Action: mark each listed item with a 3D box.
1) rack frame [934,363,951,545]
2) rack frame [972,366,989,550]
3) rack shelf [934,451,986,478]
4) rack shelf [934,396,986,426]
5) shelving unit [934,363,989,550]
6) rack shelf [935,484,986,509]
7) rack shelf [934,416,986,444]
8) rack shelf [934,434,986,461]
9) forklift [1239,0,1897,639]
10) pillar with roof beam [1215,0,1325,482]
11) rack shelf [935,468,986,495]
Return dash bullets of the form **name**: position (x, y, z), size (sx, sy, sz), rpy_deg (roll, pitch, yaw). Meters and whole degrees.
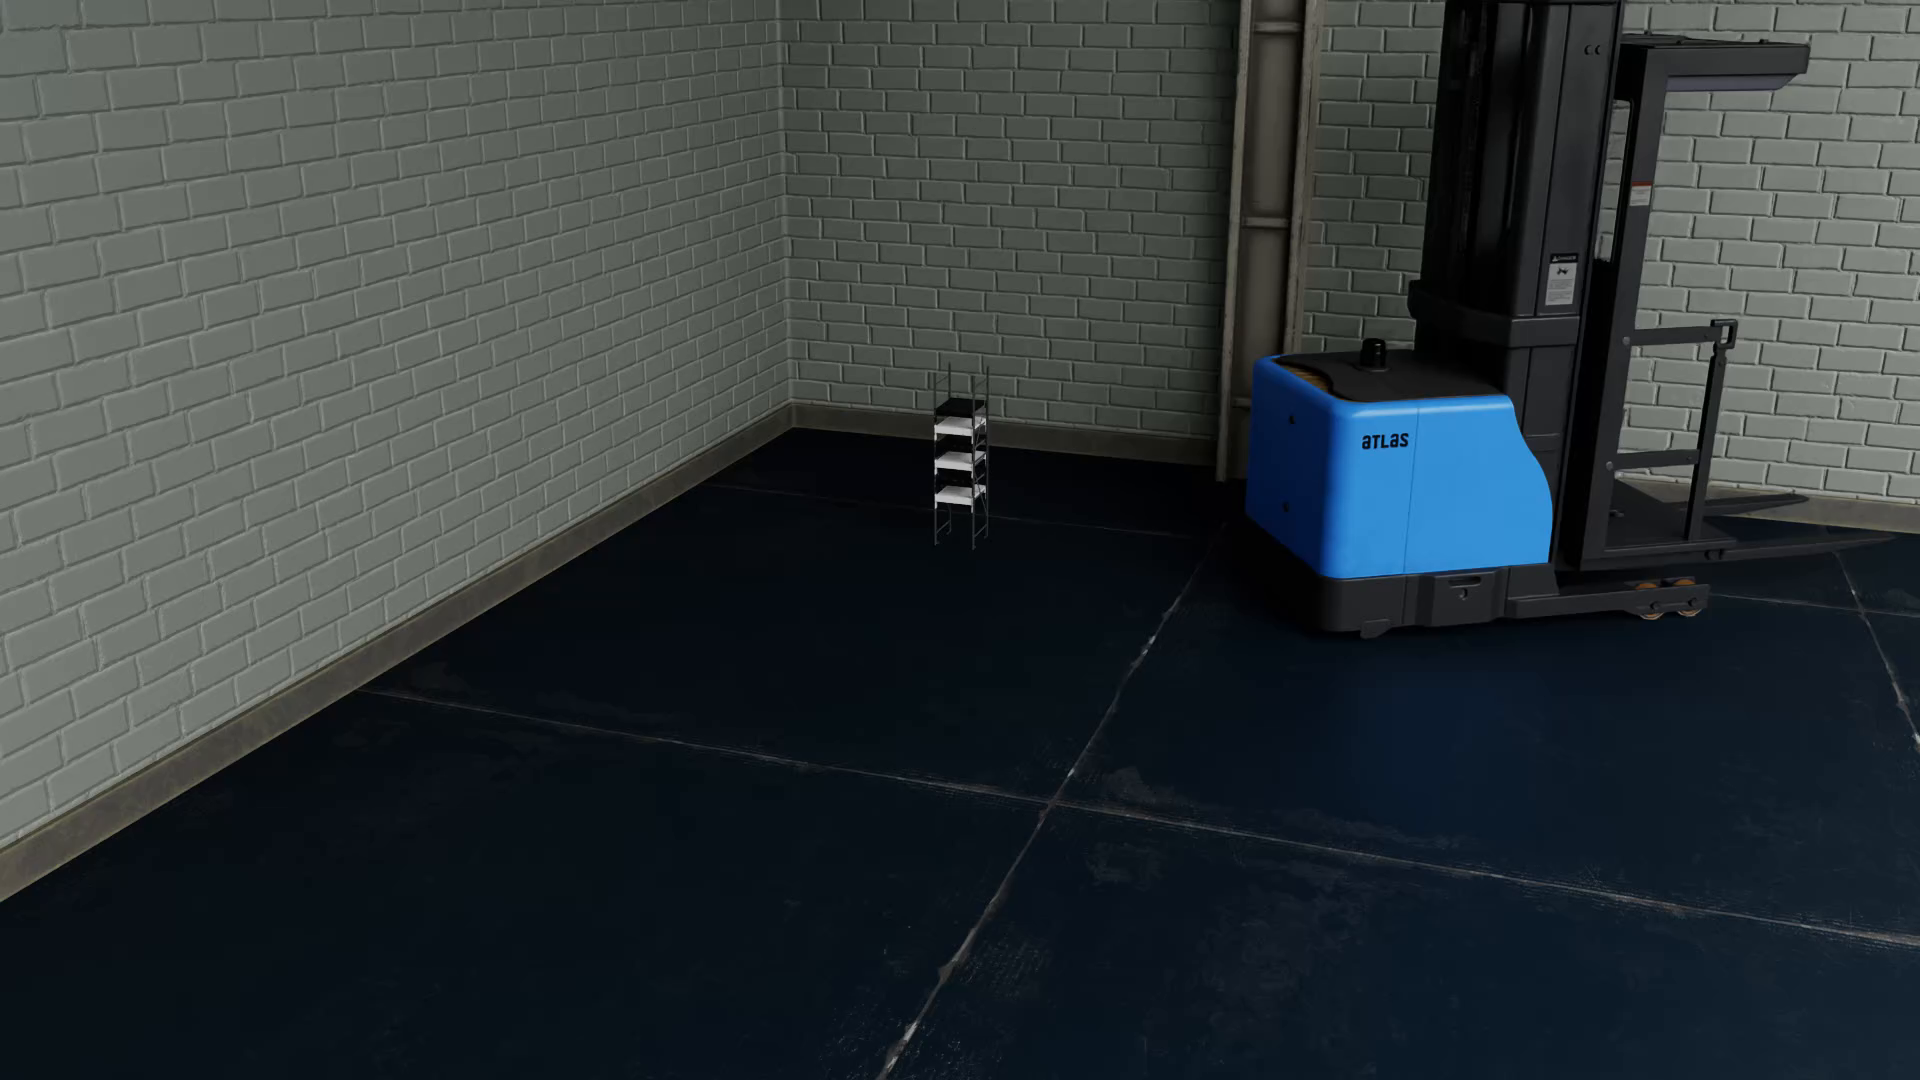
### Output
- **rack frame**: position (-0.088, -0.435, 8.457), size (0.006, 0.900, 0.240), rpy_deg (7, 20, 18)
- **rack frame**: position (0.104, -0.413, 8.394), size (0.006, 0.900, 0.240), rpy_deg (7, 20, 18)
- **rack shelf**: position (0.008, -0.393, 8.437), size (0.200, 0.077, 0.258), rpy_deg (7, 20, 18)
- **rack shelf**: position (0.008, -0.648, 8.348), size (0.200, 0.077, 0.258), rpy_deg (7, 20, 18)
- **shelving unit**: position (0.008, -0.424, 8.426), size (0.210, 0.900, 0.258), rpy_deg (7, 20, 18)
- **rack shelf**: position (0.008, -0.223, 8.496), size (0.200, 0.077, 0.258), rpy_deg (7, 20, 18)
- **rack shelf**: position (0.008, -0.563, 8.377), size (0.200, 0.077, 0.258), rpy_deg (7, 20, 18)
- **rack shelf**: position (0.008, -0.478, 8.407), size (0.200, 0.077, 0.258), rpy_deg (7, 20, 18)
- **forklift**: position (2.928, -1.186, 7.526), size (3.031, 2.935, 1.130), rpy_deg (-4, 20, -12)
- **pillar with roof beam**: position (0.288, -3.278, 4.307), size (0.400, 9.000, 9.100), rpy_deg (7, 20, 18)
- **rack shelf**: position (0.008, -0.308, 8.466), size (0.200, 0.077, 0.258), rpy_deg (7, 20, 18)
